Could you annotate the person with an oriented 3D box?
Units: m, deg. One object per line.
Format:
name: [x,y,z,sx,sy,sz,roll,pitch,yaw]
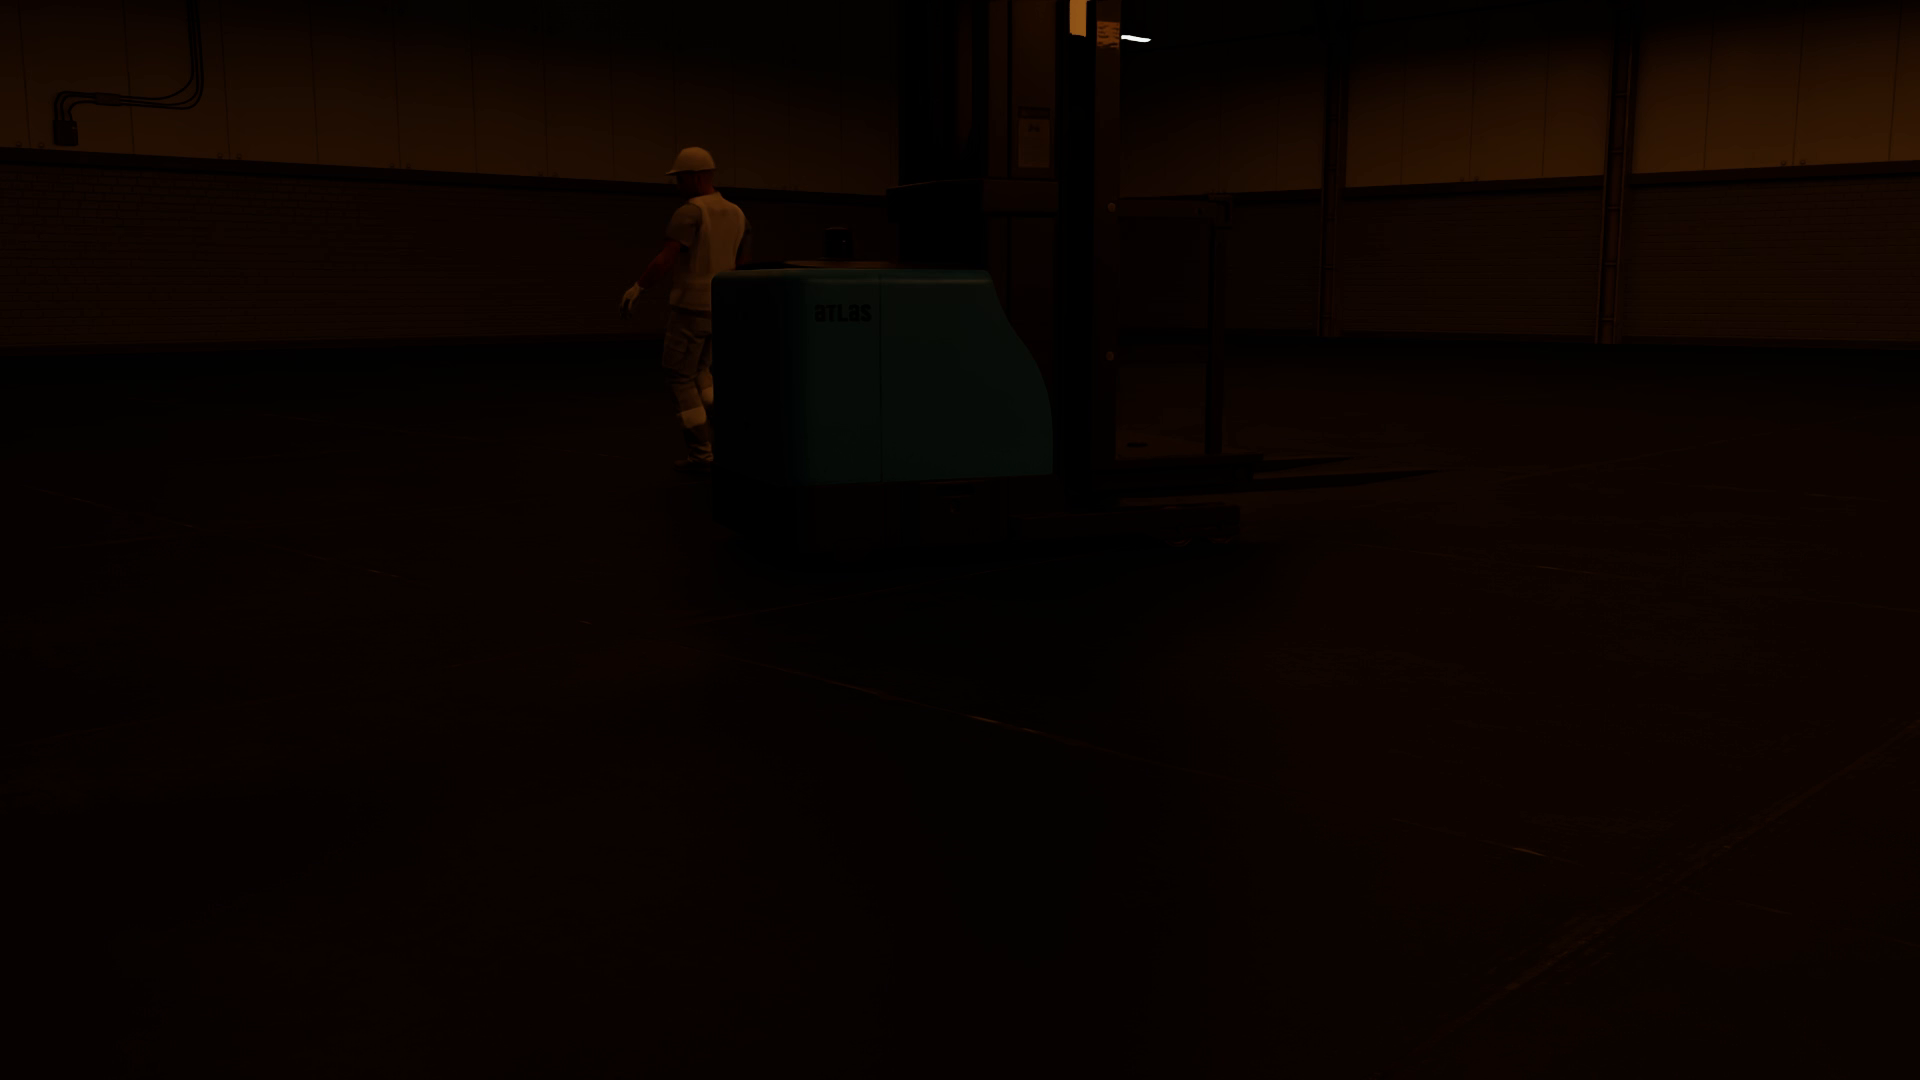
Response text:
person: [-1.475,-1.235,9.079,0.483,1.773,0.844,7,11,37]

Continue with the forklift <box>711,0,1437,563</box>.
forklift: [0.559,-1.486,6.742,3.031,2.935,1.130,-4,9,-23]
